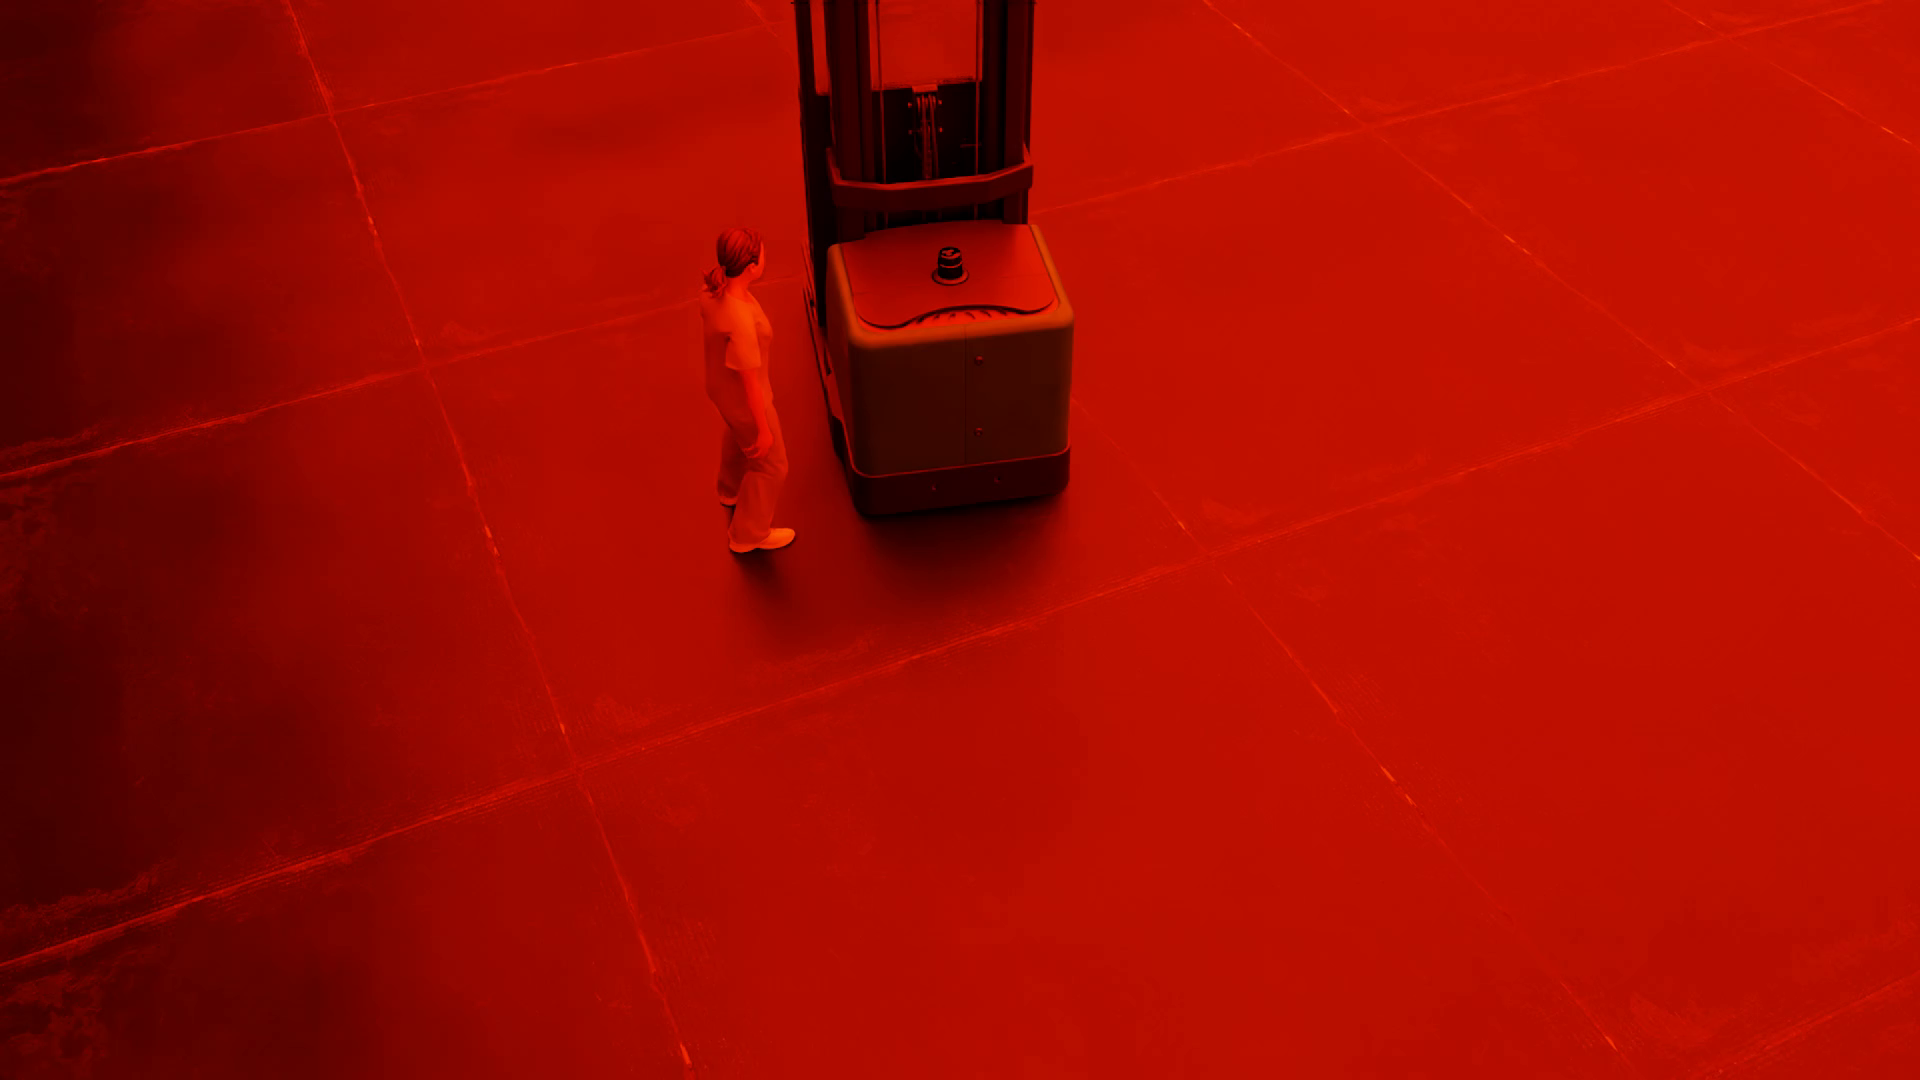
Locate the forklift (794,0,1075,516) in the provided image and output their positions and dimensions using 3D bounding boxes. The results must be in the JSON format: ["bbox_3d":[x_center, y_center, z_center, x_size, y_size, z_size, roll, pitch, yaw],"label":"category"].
[{"bbox_3d":[-0.249,-2.203,8.041,1.130,2.935,3.031,-7,44,-8],"label":"forklift"}]

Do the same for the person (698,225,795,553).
[{"bbox_3d":[-0.950,-0.669,7.338,0.377,1.650,0.707,-20,46,-20],"label":"person"}]
